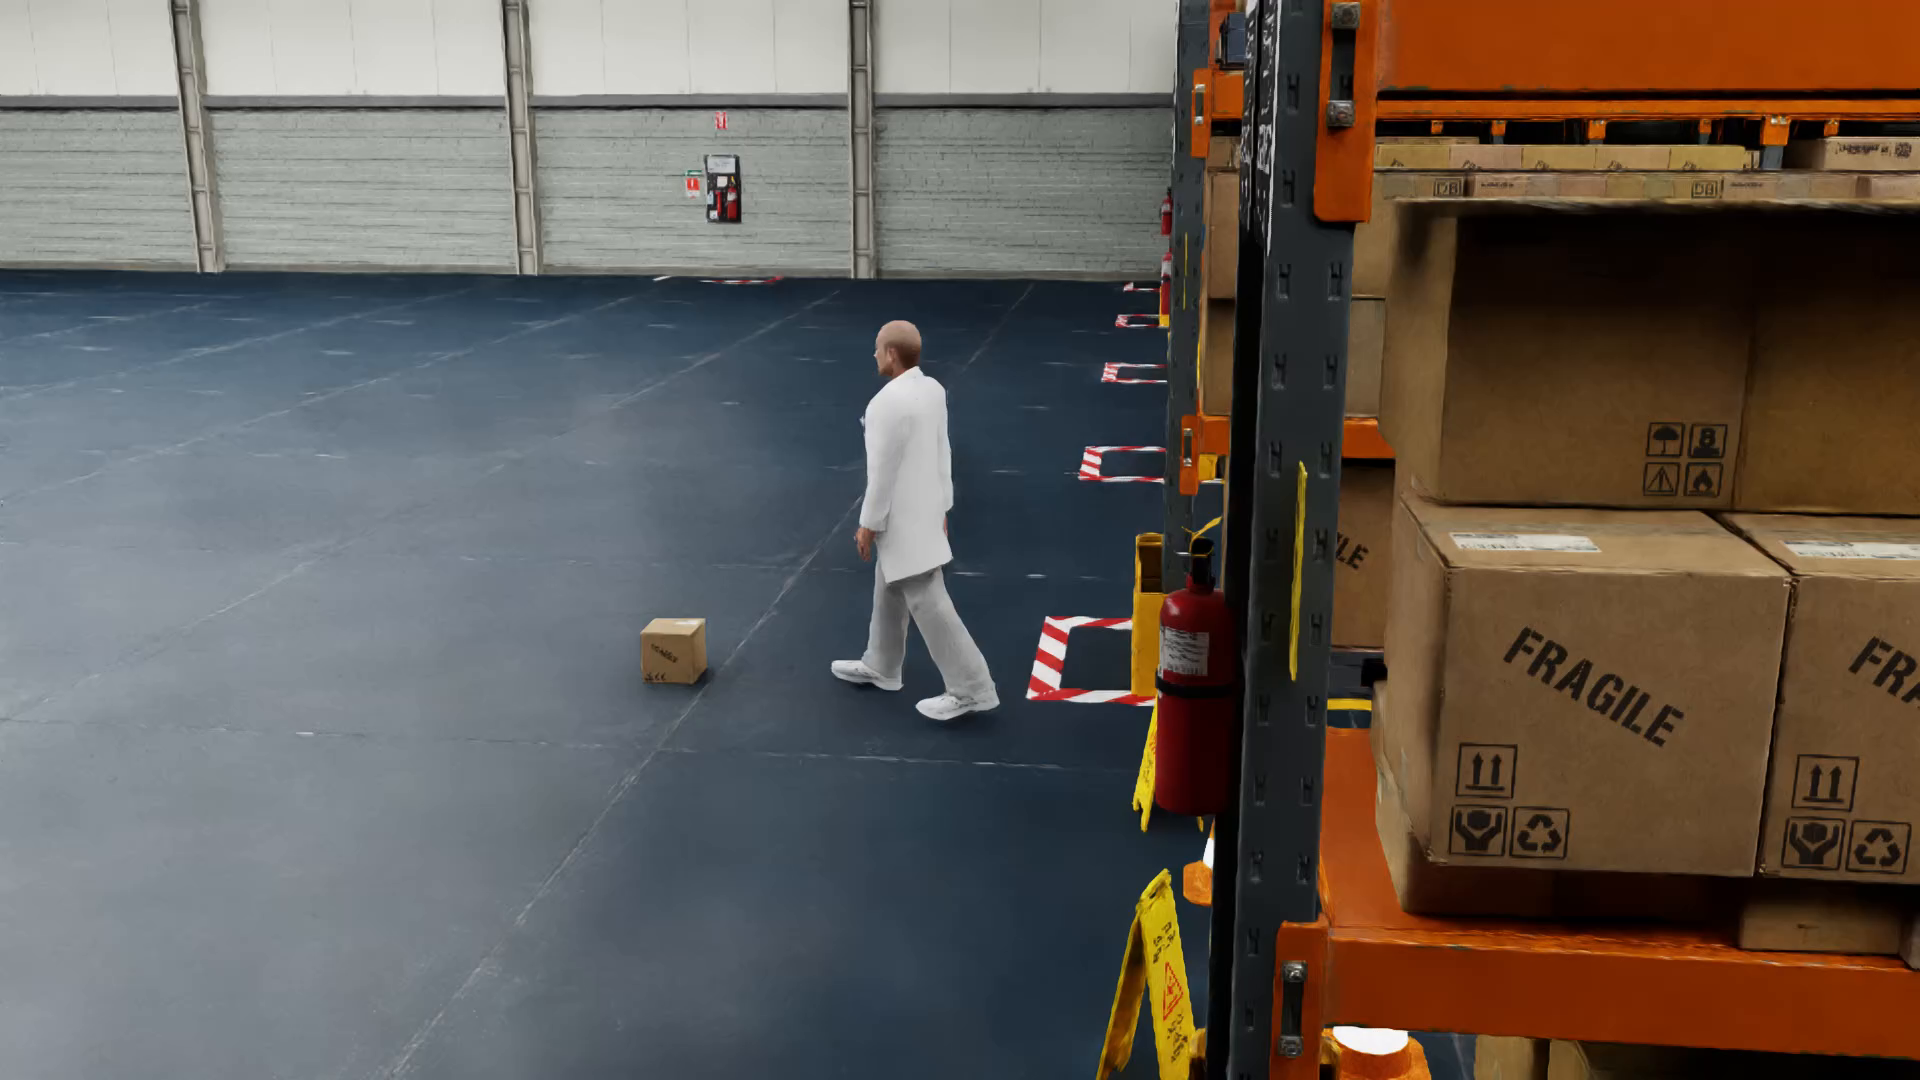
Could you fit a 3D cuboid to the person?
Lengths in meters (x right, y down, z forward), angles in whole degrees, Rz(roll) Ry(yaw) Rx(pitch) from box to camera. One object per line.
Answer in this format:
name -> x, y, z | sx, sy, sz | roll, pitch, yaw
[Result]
person -> -0.237, -0.101, 7.439 | 0.927, 1.759, 0.585 | 4, 15, 16
